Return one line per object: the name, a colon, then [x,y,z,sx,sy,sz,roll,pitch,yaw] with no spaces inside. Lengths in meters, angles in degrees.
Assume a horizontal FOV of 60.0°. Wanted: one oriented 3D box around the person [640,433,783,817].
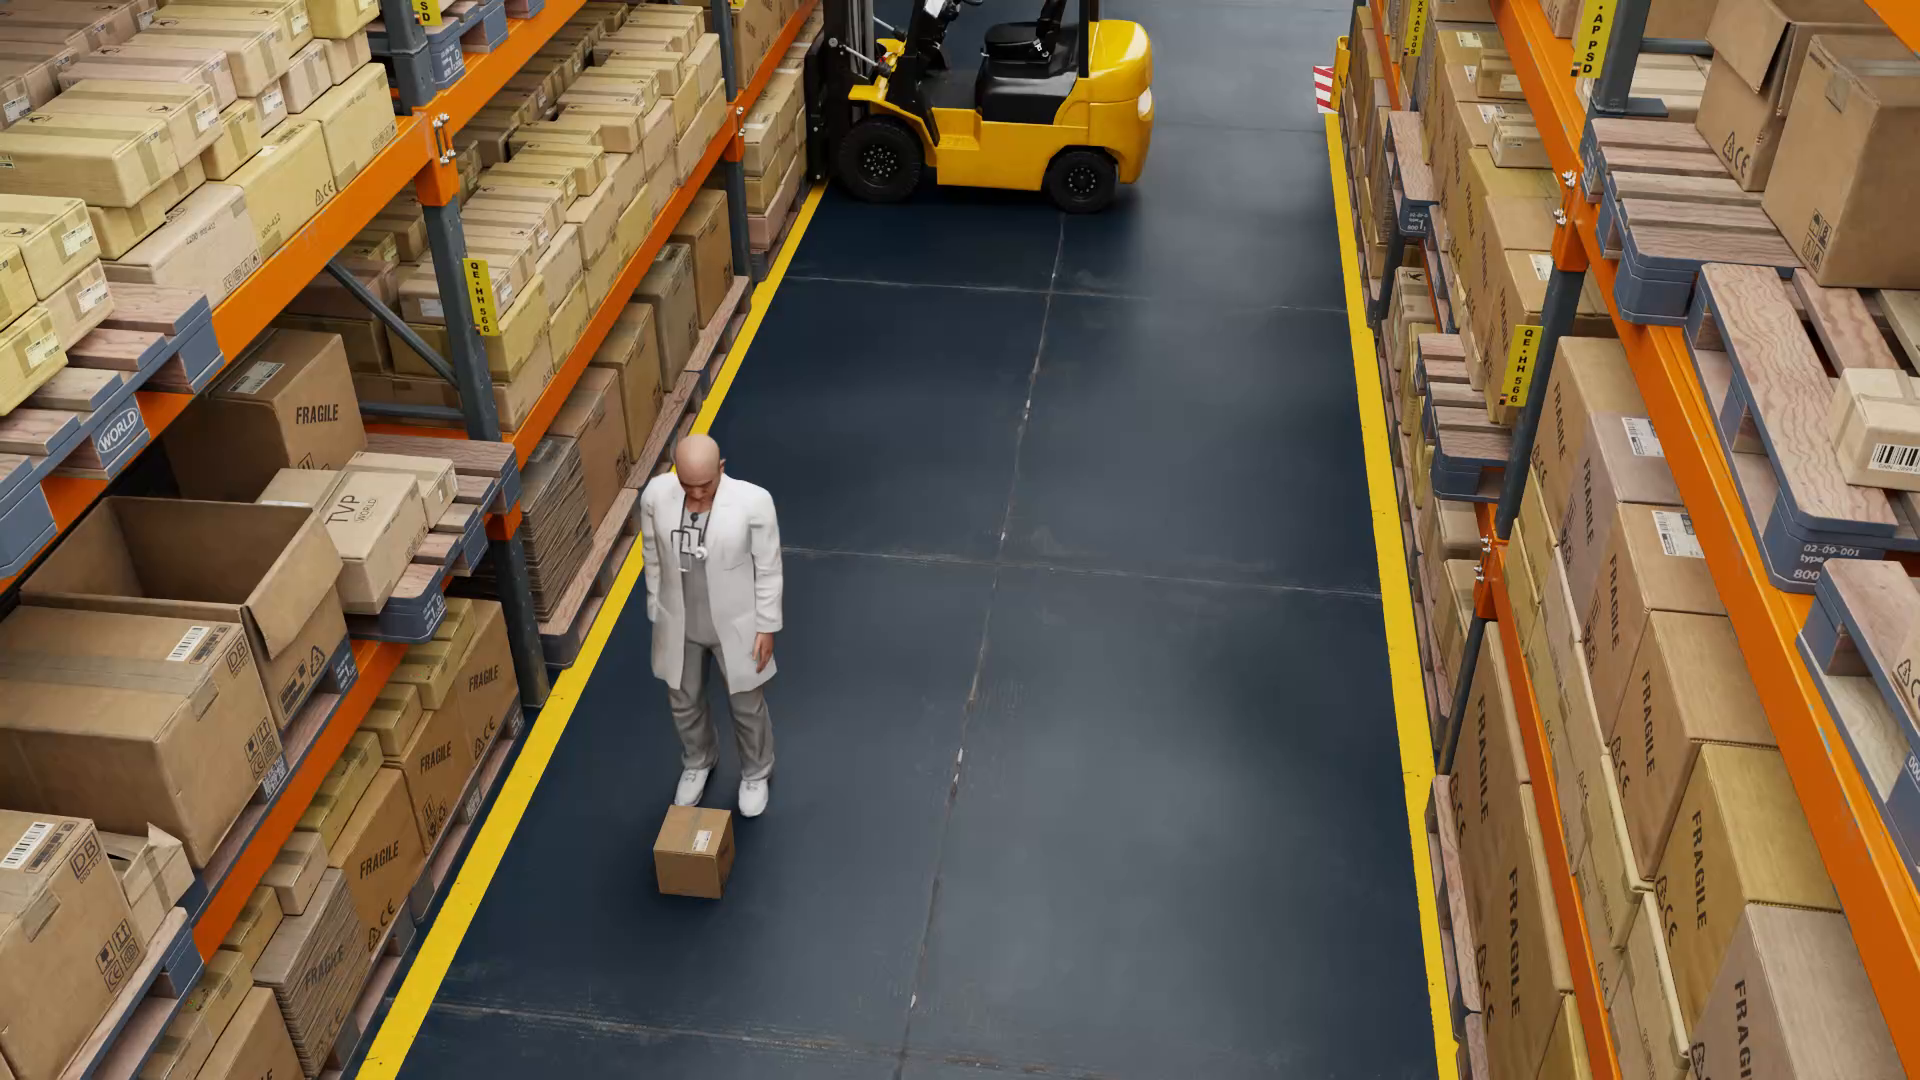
person: [-0.970,0.340,6.597,0.565,1.771,0.380,6,36,8]
